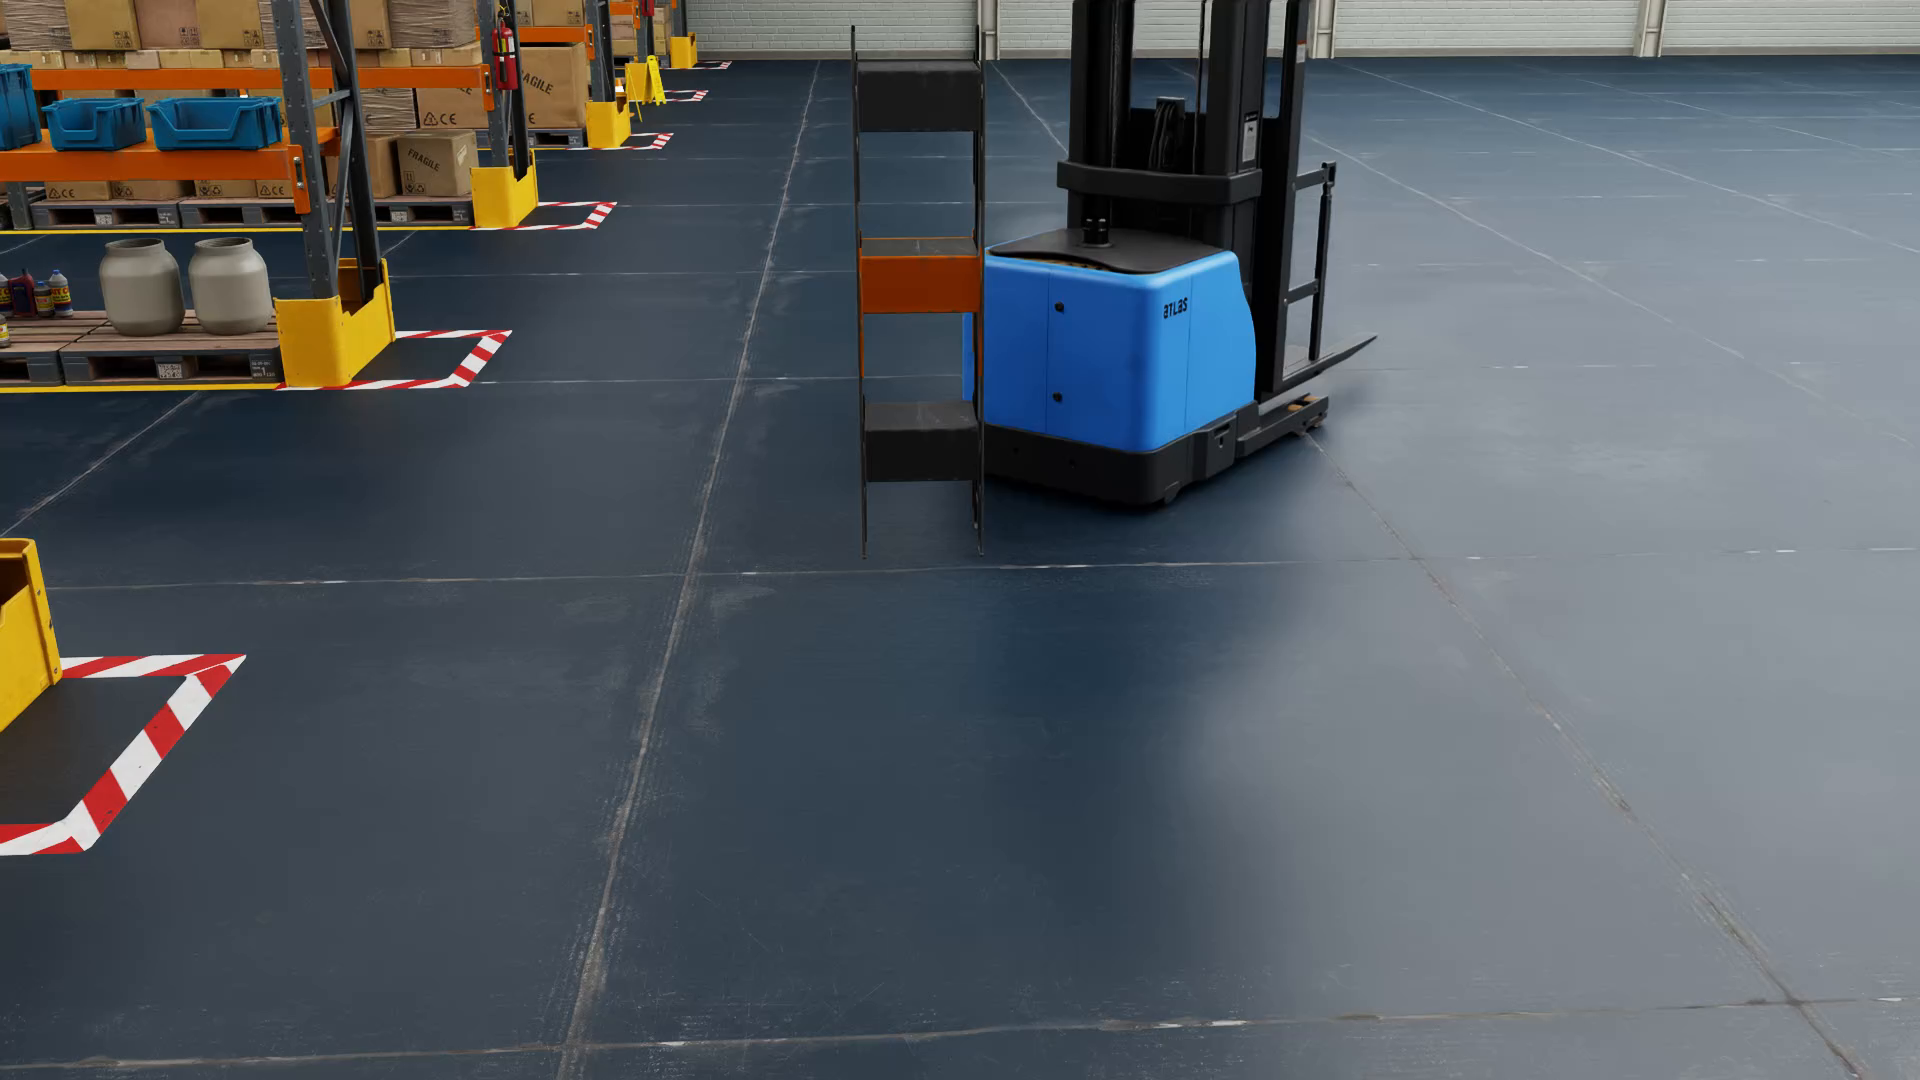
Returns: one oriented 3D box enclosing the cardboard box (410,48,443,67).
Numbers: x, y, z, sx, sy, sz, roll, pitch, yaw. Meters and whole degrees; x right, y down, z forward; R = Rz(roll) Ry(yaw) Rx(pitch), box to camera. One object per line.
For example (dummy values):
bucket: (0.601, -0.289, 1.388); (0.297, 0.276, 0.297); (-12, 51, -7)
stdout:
cardboard box: (-4.412, -4.047, 13.888); (0.250, 0.149, 0.380); (-1, 21, -3)

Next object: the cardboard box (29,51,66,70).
cardboard box: (-7.401, -3.948, 13.627); (0.250, 0.149, 0.380); (-1, 21, -3)

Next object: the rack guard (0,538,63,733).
rack guard: (-3.304, 0.438, 5.267); (0.348, 0.500, 1.175); (-1, 21, -3)

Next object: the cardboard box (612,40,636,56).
cardboard box: (-5.690, -8.315, 28.018); (0.500, 0.250, 0.500); (-1, 21, -3)

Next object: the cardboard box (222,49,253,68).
cardboard box: (-5.907, -4.004, 13.774); (0.250, 0.149, 0.380); (-1, 21, -3)

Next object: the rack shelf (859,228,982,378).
rack shelf: (-0.165, -0.965, 6.743); (0.480, 0.518, 0.431); (-1, 21, -3)

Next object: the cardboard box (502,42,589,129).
cardboard box: (-4.745, -5.178, 18.902); (0.875, 0.875, 0.875); (-1, 21, -3)

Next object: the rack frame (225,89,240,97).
rack frame: (-8.065, -5.931, 18.484); (0.127, 3.000, 1.000); (-1, 21, -3)

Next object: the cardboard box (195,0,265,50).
cardboard box: (-5.934, -4.379, 13.849); (0.500, 0.500, 0.875); (-1, 21, -3)

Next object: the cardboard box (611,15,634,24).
cardboard box: (-5.694, -8.778, 27.830); (0.500, 0.250, 0.500); (-1, 21, -2)

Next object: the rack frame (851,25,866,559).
rack frame: (-0.409, -0.973, 6.726); (0.015, 2.100, 0.400); (-1, 21, -3)

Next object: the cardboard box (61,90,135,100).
cardboard box: (-9.643, -5.013, 18.644); (0.750, 0.750, 1.050); (-1, 21, -3)

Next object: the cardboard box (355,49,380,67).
cardboard box: (-4.909, -4.024, 13.828); (0.250, 0.149, 0.380); (-1, 21, -3)

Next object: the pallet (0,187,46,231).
pallet: (-8.660, -2.848, 14.304); (1.213, 0.211, 1.003); (-1, 21, -3)

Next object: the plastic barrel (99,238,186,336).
plastic barrel: (-4.760, -1.472, 9.677); (0.421, 0.512, 0.421); (0, 21, 0)

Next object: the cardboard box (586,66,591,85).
cardboard box: (-5.271, -6.567, 23.429); (0.500, 0.250, 0.500); (-1, 21, -3)

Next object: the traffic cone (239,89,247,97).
traffic cone: (-9.607, -5.979, 22.176); (0.334, 0.463, 0.336); (-1, 21, -3)

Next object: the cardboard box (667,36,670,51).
cardboard box: (-5.244, -8.503, 28.512); (0.500, 0.250, 0.500); (-1, 21, -3)

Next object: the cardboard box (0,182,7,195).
cardboard box: (-8.497, -3.200, 14.204); (0.500, 0.500, 0.700); (-3, 21, -7)

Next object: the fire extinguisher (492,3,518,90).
fire extinguisher: (-3.749, -4.051, 13.654); (0.183, 0.674, 0.296); (-1, 21, -3)

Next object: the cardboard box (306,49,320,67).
cardboard box: (-5.409, -4.021, 13.819); (0.250, 0.149, 0.380); (-1, 21, -3)

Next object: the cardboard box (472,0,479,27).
cardboard box: (-5.554, -6.073, 18.646); (0.550, 0.550, 0.875); (-1, 21, -3)

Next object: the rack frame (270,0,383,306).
rack frame: (-3.607, -2.489, 9.442); (0.127, 3.000, 1.000); (-1, 21, -3)

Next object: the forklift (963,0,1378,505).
forklift: (1.264, -1.987, 8.222); (1.130, 2.935, 3.031); (14, 25, 33)

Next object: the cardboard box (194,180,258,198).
cardboard box: (-6.294, -3.244, 14.348); (0.500, 0.500, 0.500); (-3, 21, -8)

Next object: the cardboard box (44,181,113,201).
cardboard box: (-7.481, -3.189, 14.204); (0.500, 0.500, 0.500); (-2, 21, -5)

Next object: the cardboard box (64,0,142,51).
cardboard box: (-6.929, -4.338, 13.740); (0.500, 0.500, 0.875); (-1, 21, -3)

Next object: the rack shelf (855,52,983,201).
rack shelf: (-0.165, -1.619, 6.494); (0.480, 0.518, 0.431); (-1, 21, -3)

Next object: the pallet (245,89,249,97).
pallet: (-10.447, -6.342, 23.482); (1.213, 0.211, 1.003); (-1, 21, -3)

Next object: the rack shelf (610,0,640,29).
rack shelf: (-6.452, -7.392, 23.331); (4.000, 0.370, 1.077); (-1, 21, -3)

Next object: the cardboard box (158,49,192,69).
cardboard box: (-6.404, -3.981, 13.716); (0.250, 0.149, 0.380); (-1, 21, -3)

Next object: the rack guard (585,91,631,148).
rack guard: (-4.048, -4.845, 19.143); (0.348, 0.500, 1.175); (-1, 21, -3)

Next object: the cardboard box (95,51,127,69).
cardboard box: (-6.904, -3.971, 13.688); (0.250, 0.149, 0.380); (-1, 21, -3)

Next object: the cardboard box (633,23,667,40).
cardboard box: (-5.210, -8.556, 27.949); (0.500, 0.250, 0.500); (-1, 21, -4)

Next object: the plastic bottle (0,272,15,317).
plastic bottle: (-5.777, -1.486, 10.025); (0.097, 0.271, 0.097); (0, 21, 0)

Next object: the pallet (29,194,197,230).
pallet: (-7.214, -2.890, 14.415); (1.213, 0.211, 1.003); (-1, 21, -3)

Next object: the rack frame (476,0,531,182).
rack frame: (-3.889, -4.248, 14.064); (0.127, 3.000, 1.000); (-1, 21, -3)

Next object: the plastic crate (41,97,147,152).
plastic crate: (-4.738, -2.292, 9.134); (0.408, 0.251, 0.499); (-1, 21, -3)

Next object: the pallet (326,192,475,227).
pallet: (-4.778, -2.940, 14.546); (1.213, 0.211, 1.003); (-1, 21, -3)

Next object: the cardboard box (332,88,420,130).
cardboard box: (-6.533, -5.142, 18.807); (0.875, 0.875, 0.875); (-1, 21, -3)

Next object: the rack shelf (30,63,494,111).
rack shelf: (-5.886, -3.872, 14.085); (4.000, 0.370, 1.077); (-1, 21, -3)

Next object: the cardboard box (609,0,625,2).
cardboard box: (-4.816, -7.568, 23.135); (0.250, 0.149, 0.380); (0, 21, -1)

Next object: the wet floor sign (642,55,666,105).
wet floor sign: (-4.204, -6.292, 22.741); (0.232, 0.644, 0.267); (6, 22, 16)

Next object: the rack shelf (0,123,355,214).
rack shelf: (-5.603, -2.112, 9.464); (4.000, 0.370, 1.077); (-1, 21, -3)

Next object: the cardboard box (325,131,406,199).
cardboard box: (-5.109, -3.245, 14.352); (0.500, 0.500, 0.500); (4, 21, 11)

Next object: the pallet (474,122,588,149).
pallet: (-4.865, -4.665, 19.078); (1.213, 0.211, 1.003); (-1, 21, -3)

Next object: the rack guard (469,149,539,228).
rack guard: (-3.965, -3.079, 14.504); (0.348, 0.500, 1.175); (-1, 21, -3)

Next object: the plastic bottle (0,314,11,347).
plastic bottle: (-5.415, -1.194, 9.355); (0.097, 0.201, 0.097); (0, 21, 0)

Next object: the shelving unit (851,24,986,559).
shelving unit: (-0.165, -0.978, 6.739); (0.503, 2.100, 0.431); (-1, 21, -3)

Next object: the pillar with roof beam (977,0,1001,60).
pillar with roof beam: (0.747, -11.234, 23.981); (0.400, 9.000, 9.100); (-1, 21, -3)

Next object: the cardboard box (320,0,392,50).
cardboard box: (-4.932, -4.380, 13.851); (0.500, 0.500, 0.875); (-1, 21, -3)

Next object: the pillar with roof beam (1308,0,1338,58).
pillar with roof beam: (6.737, -11.356, 24.301); (0.400, 9.000, 9.100); (-1, 21, -3)

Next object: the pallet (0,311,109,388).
pallet: (-5.706, -1.129, 9.790); (1.213, 0.211, 1.003); (-1, 21, -3)

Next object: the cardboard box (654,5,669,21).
cardboard box: (-5.233, -8.968, 28.329); (0.500, 0.250, 0.500); (-1, 21, -4)

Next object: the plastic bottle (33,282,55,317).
plastic bottle: (-5.538, -1.459, 10.051); (0.097, 0.201, 0.097); (0, 21, 0)

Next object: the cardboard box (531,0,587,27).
cardboard box: (-4.439, -6.059, 18.608); (0.550, 0.550, 0.875); (-1, 21, -3)

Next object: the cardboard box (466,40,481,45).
cardboard box: (-4.187, -4.210, 14.316); (0.250, 0.149, 0.380); (-1, 21, -3)
